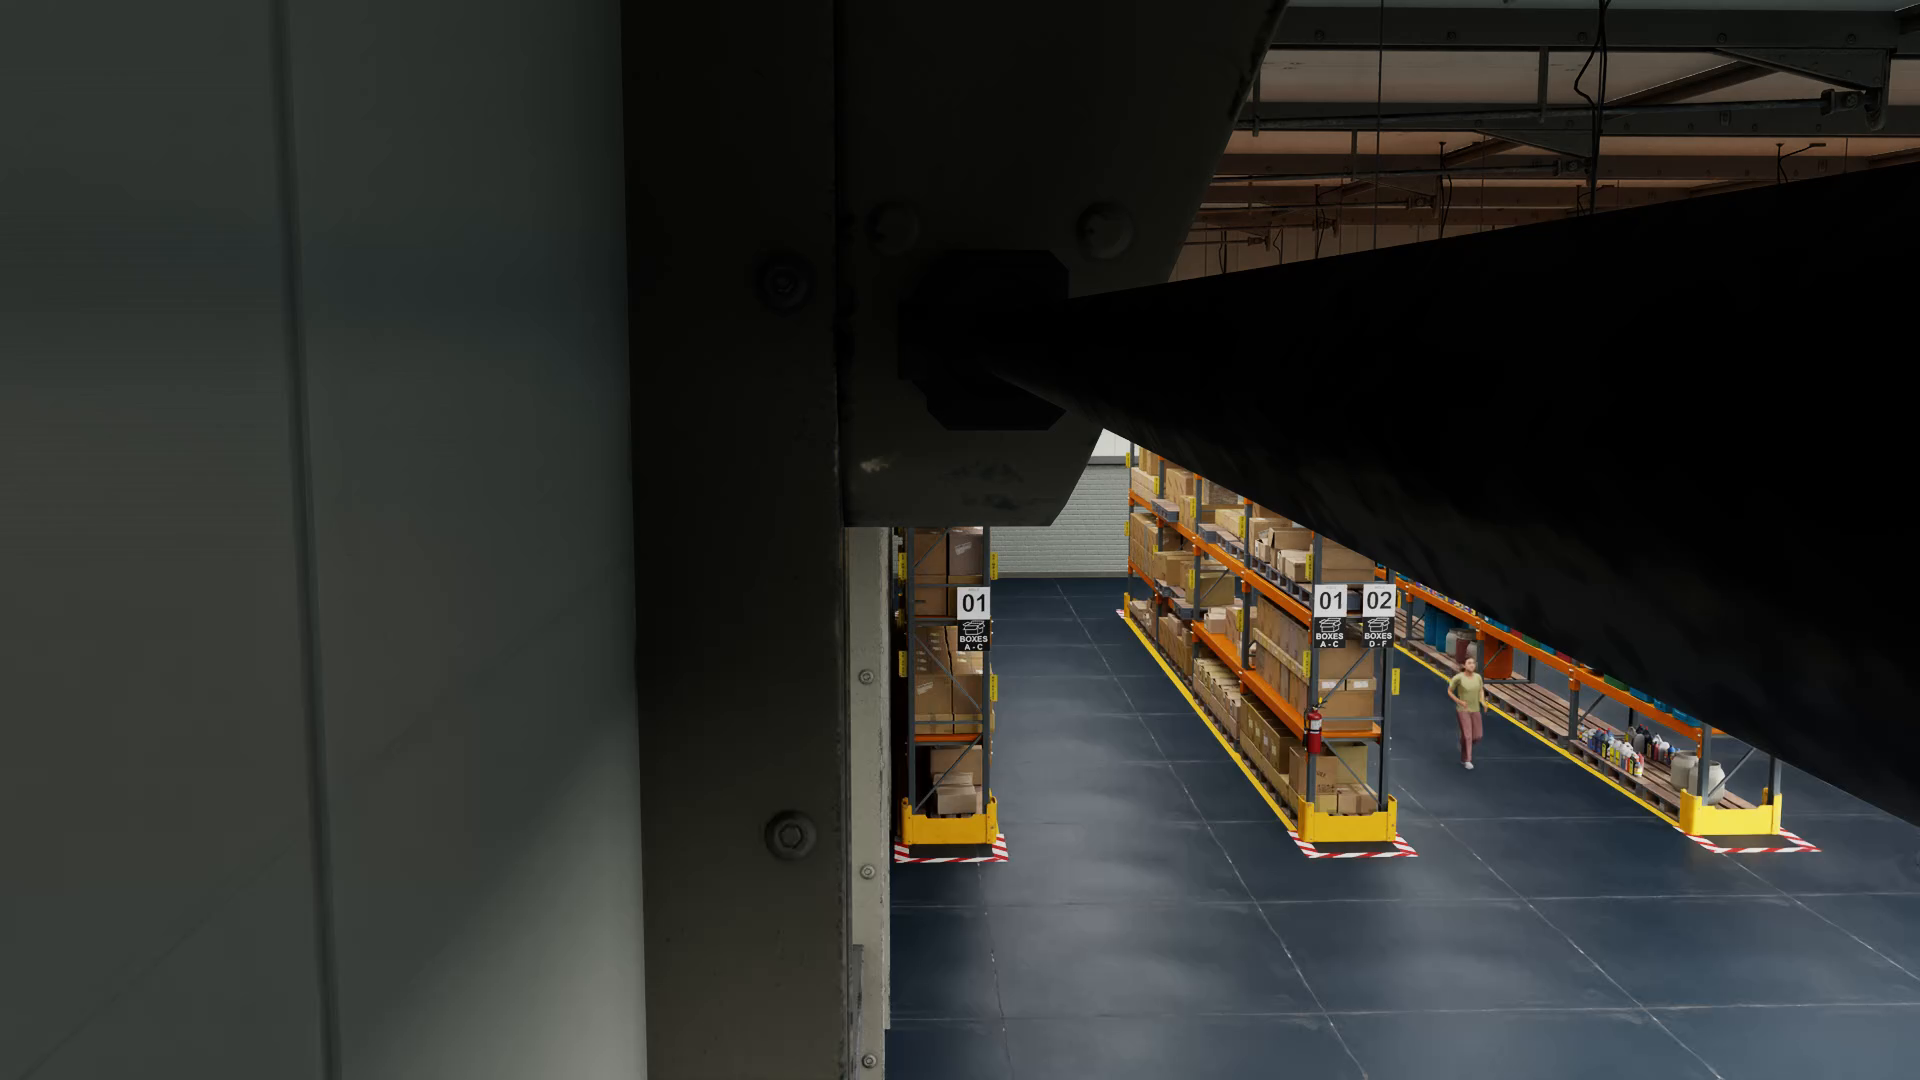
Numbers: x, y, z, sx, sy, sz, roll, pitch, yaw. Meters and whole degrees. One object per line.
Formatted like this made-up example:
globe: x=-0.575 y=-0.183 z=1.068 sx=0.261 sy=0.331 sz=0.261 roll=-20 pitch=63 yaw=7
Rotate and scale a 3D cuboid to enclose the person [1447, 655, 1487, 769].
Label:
person: x=7.319 y=2.465 z=24.026 sx=0.582 sy=1.629 sz=0.566 roll=-1 pitch=7 yaw=-9
